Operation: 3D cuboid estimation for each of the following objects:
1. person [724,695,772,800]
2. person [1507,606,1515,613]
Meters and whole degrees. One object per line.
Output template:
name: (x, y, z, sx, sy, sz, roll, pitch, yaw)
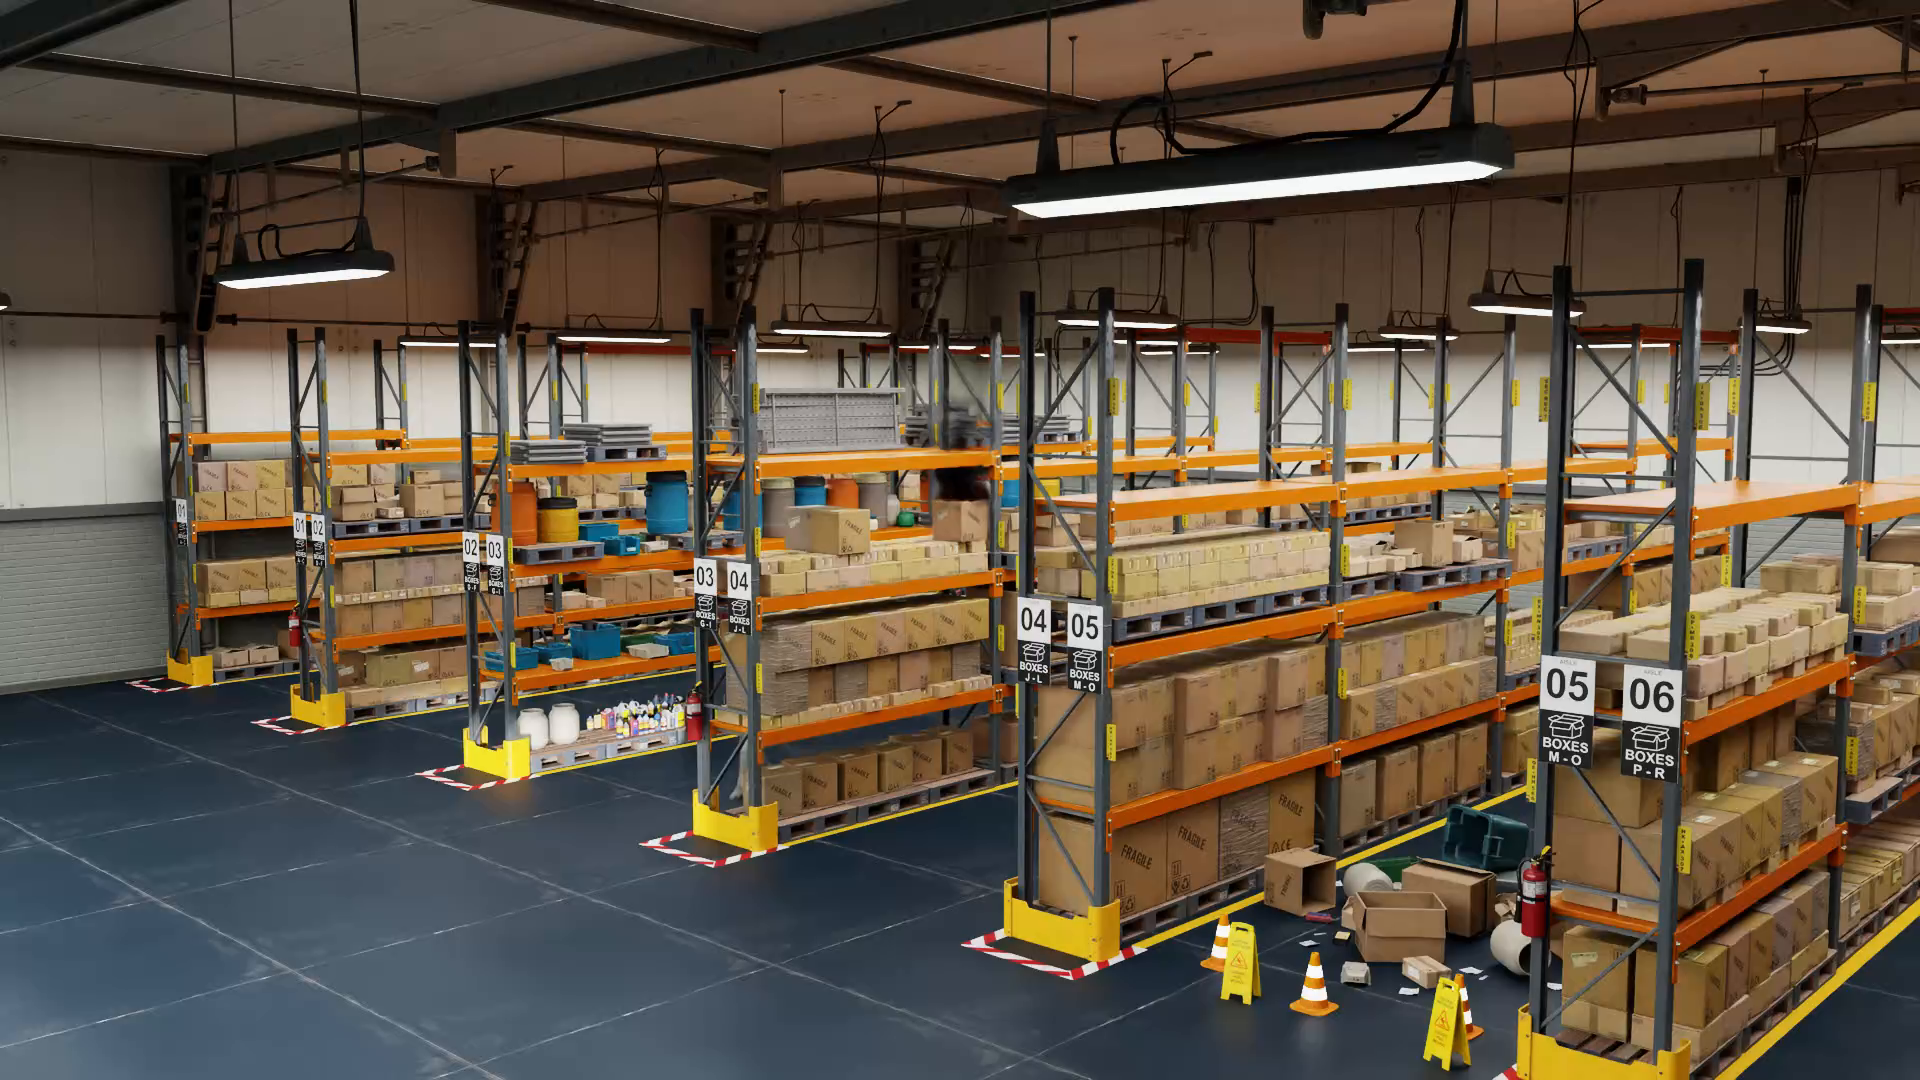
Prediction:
person: (-2.648, 2.297, 20.998, 0.683, 1.802, 0.883, 5, 7, 40)
person: (8.651, 1.864, 26.202, 0.935, 1.719, 0.588, -4, 7, -37)
